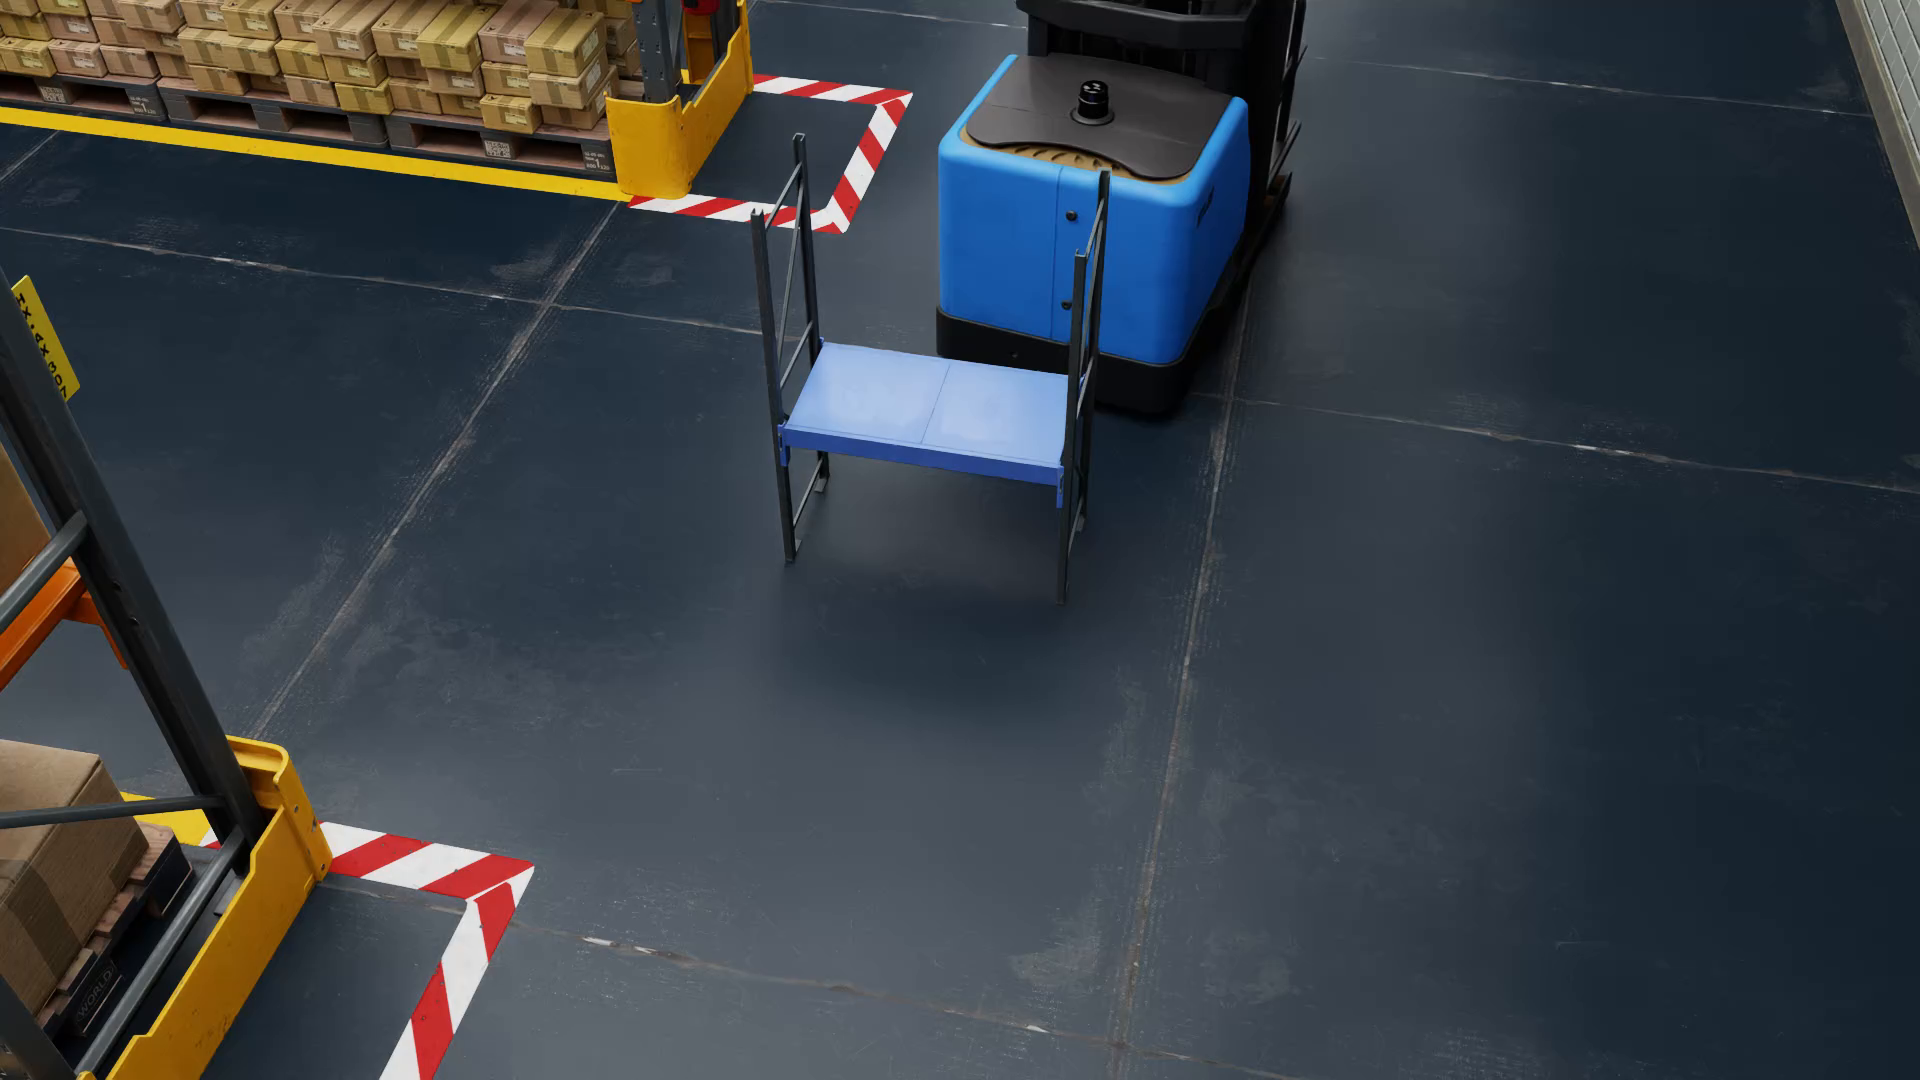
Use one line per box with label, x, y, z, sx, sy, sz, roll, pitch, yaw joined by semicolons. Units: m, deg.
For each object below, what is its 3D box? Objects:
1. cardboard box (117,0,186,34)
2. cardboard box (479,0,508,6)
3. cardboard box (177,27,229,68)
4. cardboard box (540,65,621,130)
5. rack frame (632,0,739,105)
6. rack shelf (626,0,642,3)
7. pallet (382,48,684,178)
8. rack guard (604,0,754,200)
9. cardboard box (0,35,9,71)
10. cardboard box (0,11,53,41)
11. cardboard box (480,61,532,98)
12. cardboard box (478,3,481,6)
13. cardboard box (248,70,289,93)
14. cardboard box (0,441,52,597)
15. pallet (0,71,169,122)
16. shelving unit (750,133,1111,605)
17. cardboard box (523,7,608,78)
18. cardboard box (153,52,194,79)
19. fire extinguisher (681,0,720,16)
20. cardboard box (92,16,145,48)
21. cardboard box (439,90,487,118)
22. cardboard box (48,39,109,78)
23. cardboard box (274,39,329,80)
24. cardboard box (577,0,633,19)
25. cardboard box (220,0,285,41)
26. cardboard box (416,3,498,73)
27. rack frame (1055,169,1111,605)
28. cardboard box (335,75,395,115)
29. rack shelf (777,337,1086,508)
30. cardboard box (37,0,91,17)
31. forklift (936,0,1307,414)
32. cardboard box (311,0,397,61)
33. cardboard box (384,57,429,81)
cardboard box;-3.896;-2.652;8.167;0.250;0.149;0.380;10;45;10
cardboard box;-2.237;-2.838;8.360;0.250;0.149;0.380;9;45;9
cardboard box;-3.636;-2.499;8.222;0.250;0.149;0.380;9;45;9
cardboard box;-1.846;-2.168;8.092;0.250;0.149;0.380;10;45;10
rack frame;-1.287;-3.105;7.313;0.127;3.000;1.000;9;45;9
rack shelf;-3.239;-3.149;7.877;4.000;0.370;1.077;9;45;9
pallet;-2.146;-2.259;8.445;1.213;0.211;1.003;9;45;9
rack guard;-1.361;-2.216;8.192;0.348;0.500;1.175;9;45;9
cardboard box;-4.905;-2.562;8.502;0.250;0.149;0.380;7;44;7
cardboard box;-4.640;-2.693;8.423;0.250;0.149;0.380;9;45;9
cardboard box;-2.108;-2.299;8.014;0.250;0.149;0.380;8;44;8
cardboard box;-2.482;-2.759;8.492;0.250;0.149;0.380;10;45;10
cardboard box;-3.357;-2.405;8.339;0.250;0.149;0.380;10;45;10
cardboard box;-2.675;-0.043;4.060;0.500;0.500;0.500;9;45;9
pallet;-4.527;-2.628;8.829;1.213;0.211;1.003;9;45;9
shelving unit;-0.083;-0.553;5.743;1.048;1.500;0.538;9;45;9
cardboard box;-1.859;-2.352;7.855;0.250;0.149;0.380;9;45;10
cardboard box;-3.863;-2.498;8.435;0.250;0.149;0.380;7;44;7
fire extinguisher;-1.142;-2.592;7.105;0.183;0.674;0.296;9;45;9
cardboard box;-4.132;-2.638;8.366;0.250;0.149;0.380;7;44;7
cardboard box;-2.358;-2.237;8.164;0.250;0.149;0.380;9;45;9
cardboard box;-4.392;-2.520;8.458;0.250;0.149;0.380;9;45;9
cardboard box;-3.126;-2.422;8.142;0.250;0.149;0.380;11;45;11
cardboard box;-1.724;-2.753;8.271;0.250;0.149;0.380;7;44;7
cardboard box;-3.380;-2.603;8.115;0.250;0.149;0.380;9;45;9
cardboard box;-2.372;-2.382;7.886;0.250;0.149;0.380;8;44;8
rack frame;0.413;-0.476;5.663;0.032;1.500;0.500;9;45;9
cardboard box;-2.865;-2.261;8.189;0.250;0.149;0.380;7;44;7
rack shelf;-0.083;-0.424;5.868;1.000;0.185;0.538;9;45;9
cardboard box;-4.386;-2.770;8.289;0.250;0.149;0.380;8;45;8
forklift;0.920;-2.597;6.835;1.130;2.935;3.031;15;46;15
cardboard box;-2.885;-2.468;7.975;0.250;0.149;0.380;10;45;11
cardboard box;-2.612;-2.411;8.130;0.250;0.149;0.380;8;45;9
